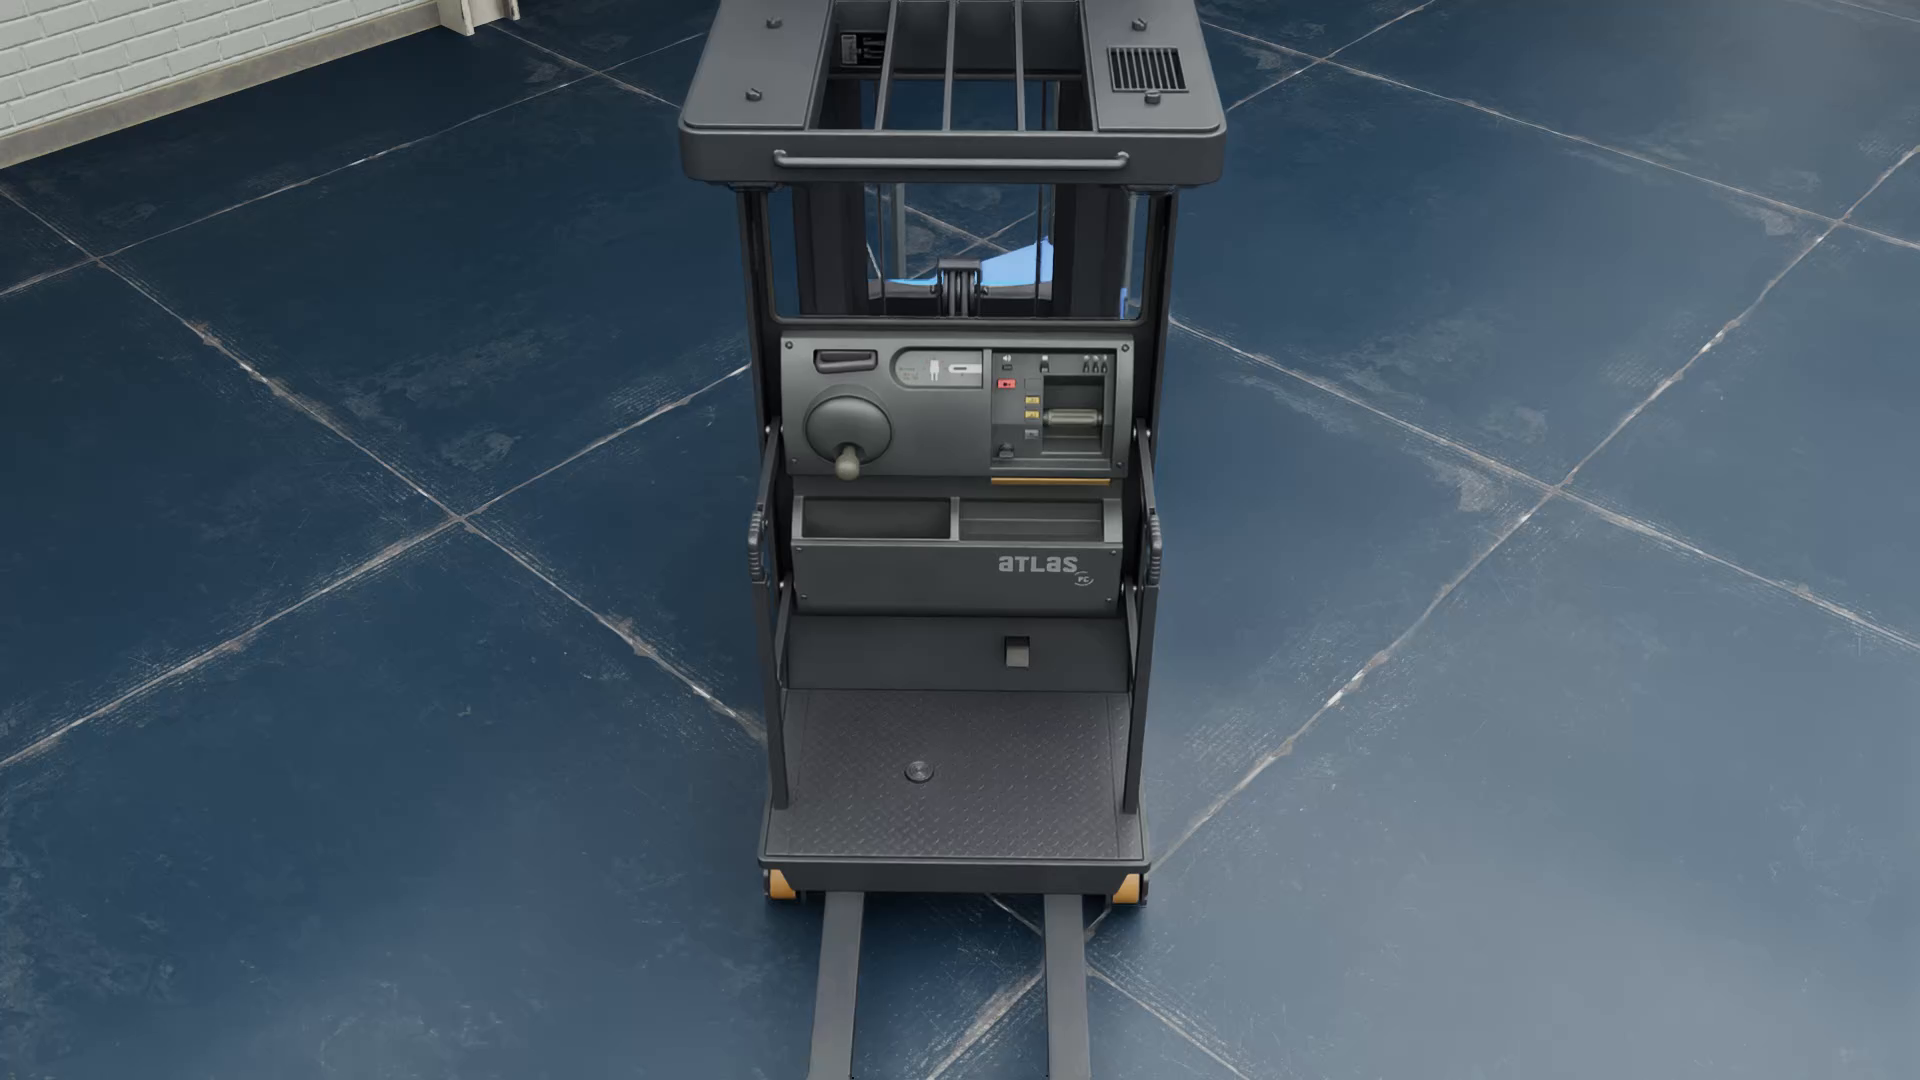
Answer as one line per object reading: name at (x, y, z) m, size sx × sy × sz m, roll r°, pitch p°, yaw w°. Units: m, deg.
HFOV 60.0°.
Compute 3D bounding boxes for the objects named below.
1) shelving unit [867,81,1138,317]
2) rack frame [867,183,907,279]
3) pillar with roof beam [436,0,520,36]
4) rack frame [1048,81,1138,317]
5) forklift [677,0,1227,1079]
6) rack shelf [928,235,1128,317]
shelving unit at (0.087, -1.000, 6.302) m, size 1.048 × 1.500 × 0.538 m, roll -23°, pitch 44°, yaw -26°
rack frame at (-0.335, -0.823, 6.080) m, size 0.032 × 1.500 × 0.500 m, roll -23°, pitch 44°, yaw -26°
pillar with roof beam at (0.204, -4.931, 5.221) m, size 9.100 × 9.000 × 0.400 m, roll 30°, pitch 47°, yaw 32°
rack frame at (0.509, -1.176, 6.524) m, size 0.032 × 1.500 × 0.500 m, roll -23°, pitch 44°, yaw -26°
forklift at (-0.010, -0.278, 4.244) m, size 1.130 × 2.935 × 3.031 m, roll 1°, pitch 38°, yaw 1°
rack shelf at (0.087, -0.859, 6.414) m, size 1.000 × 0.185 × 0.538 m, roll -23°, pitch 44°, yaw -26°
